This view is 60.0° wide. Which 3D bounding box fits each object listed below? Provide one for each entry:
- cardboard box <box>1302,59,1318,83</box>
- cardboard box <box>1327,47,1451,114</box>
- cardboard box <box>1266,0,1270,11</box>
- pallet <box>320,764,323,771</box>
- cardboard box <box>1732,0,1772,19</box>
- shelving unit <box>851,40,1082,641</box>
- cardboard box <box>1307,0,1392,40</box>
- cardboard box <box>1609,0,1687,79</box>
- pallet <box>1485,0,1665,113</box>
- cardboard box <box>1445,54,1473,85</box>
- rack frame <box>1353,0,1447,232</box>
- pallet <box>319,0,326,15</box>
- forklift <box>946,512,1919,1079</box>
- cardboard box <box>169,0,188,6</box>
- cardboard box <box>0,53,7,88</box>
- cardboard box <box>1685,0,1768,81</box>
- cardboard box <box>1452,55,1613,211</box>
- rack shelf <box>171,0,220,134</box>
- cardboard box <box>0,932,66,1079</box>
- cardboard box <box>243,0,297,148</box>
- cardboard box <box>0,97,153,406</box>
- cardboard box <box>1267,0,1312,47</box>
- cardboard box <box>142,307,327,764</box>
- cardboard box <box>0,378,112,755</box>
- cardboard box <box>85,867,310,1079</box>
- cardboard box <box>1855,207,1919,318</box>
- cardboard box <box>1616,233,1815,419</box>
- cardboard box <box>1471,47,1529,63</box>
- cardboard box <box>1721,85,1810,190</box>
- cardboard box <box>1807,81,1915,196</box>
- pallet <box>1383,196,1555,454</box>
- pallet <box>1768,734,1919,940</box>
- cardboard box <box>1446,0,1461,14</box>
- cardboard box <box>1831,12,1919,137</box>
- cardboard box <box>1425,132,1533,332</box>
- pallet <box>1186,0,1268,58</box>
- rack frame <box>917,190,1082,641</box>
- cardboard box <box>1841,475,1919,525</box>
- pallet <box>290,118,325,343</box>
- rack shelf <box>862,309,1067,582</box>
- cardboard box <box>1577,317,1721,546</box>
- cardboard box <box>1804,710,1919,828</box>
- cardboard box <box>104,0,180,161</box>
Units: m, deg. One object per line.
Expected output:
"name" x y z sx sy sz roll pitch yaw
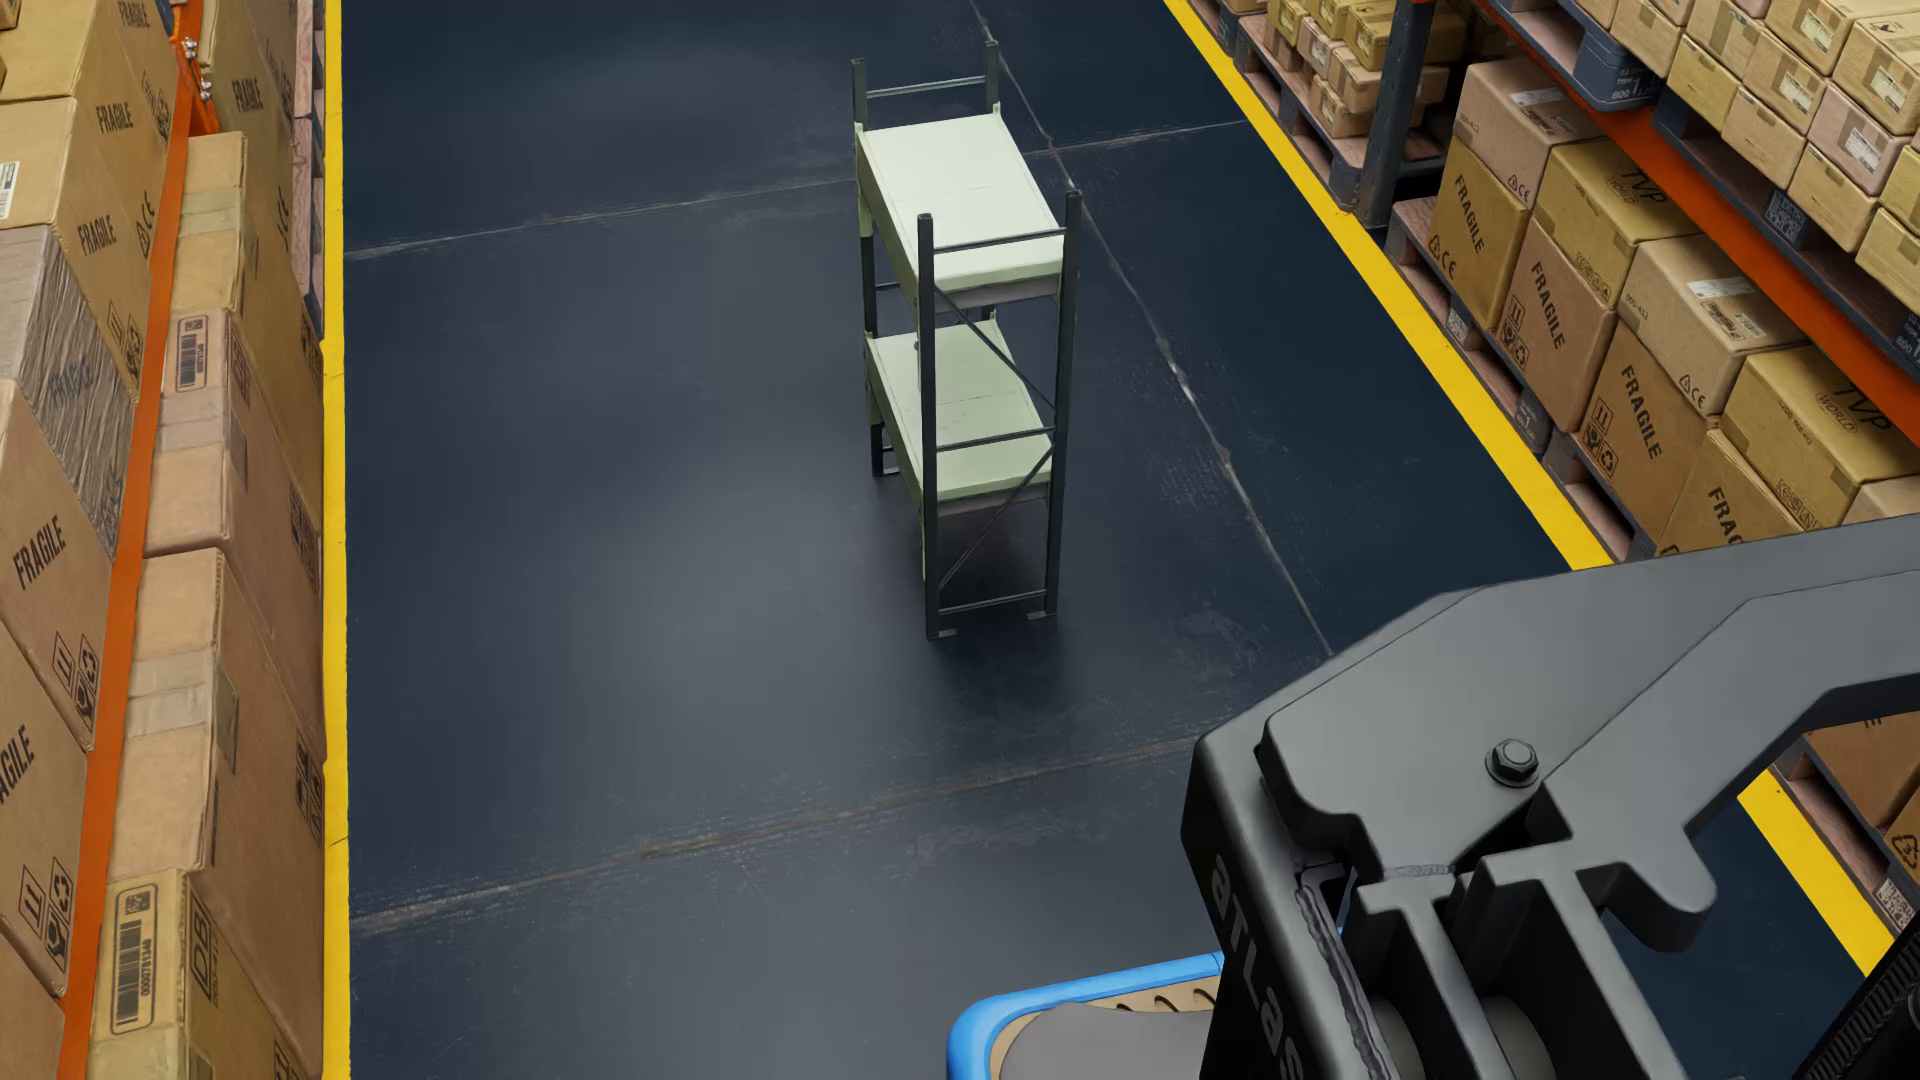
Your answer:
"cardboard box" 1.619 -1.926 6.739 0.380 0.149 0.250 -10 46 -9
"cardboard box" 1.647 -1.786 6.394 0.380 0.149 0.250 -10 46 -10
"cardboard box" 1.539 -2.301 7.107 0.380 0.149 0.250 -12 47 -11
"pallet" -2.200 0.802 4.316 1.003 0.211 1.213 -11 47 -10
"cardboard box" 2.023 -1.392 3.980 0.380 0.149 0.250 -9 46 -9
"shelving unit" 0.002 -0.520 4.710 0.431 1.500 0.755 -11 47 -10
"cardboard box" 1.588 -2.098 6.492 0.380 0.149 0.250 -10 46 -10
"cardboard box" 1.956 -1.364 4.368 0.380 0.149 0.250 -13 47 -12
"pallet" 2.090 -1.752 5.001 1.003 0.211 1.213 -11 47 -10
"cardboard box" 2.184 -2.017 6.828 0.380 0.149 0.250 -9 46 -9
"rack frame" 2.035 -2.374 5.476 1.000 3.000 0.127 -11 47 -10
"pallet" -3.530 -2.784 7.831 1.003 0.211 1.213 -11 47 -10
"forklift" 0.776 1.507 1.721 1.130 2.935 3.031 -9 46 -9
"cardboard box" -2.540 -1.714 5.005 0.380 0.149 0.250 -11 47 -10
"cardboard box" -2.450 -1.007 3.365 0.797 0.503 0.637 -10 46 -10
"cardboard box" 2.031 -1.276 4.074 0.380 0.149 0.250 -11 47 -11
"cardboard box" 1.968 -1.350 5.404 0.500 0.250 0.500 -13 47 -12
"rack shelf" -3.298 -2.666 6.266 1.077 0.370 4.000 -11 47 -10
"cardboard box" -1.623 0.805 2.291 0.500 0.500 0.500 -9 46 -9
"cardboard box" -3.108 -2.032 6.334 0.875 0.875 0.875 -11 47 -10
"cardboard box" -2.142 -0.596 3.664 0.500 0.500 0.500 -11 47 -11
"cardboard box" 1.480 -2.153 6.753 0.380 0.149 0.250 -12 47 -12
"cardboard box" -2.373 0.115 4.231 1.225 0.875 0.875 -12 47 -12
"cardboard box" -1.892 0.096 2.986 0.500 0.500 0.500 -11 47 -11
"cardboard box" -1.919 1.341 3.029 1.225 0.875 0.875 -13 47 -12
"cardboard box" 2.229 -0.635 3.654 0.380 0.149 0.250 -13 47 -12
"cardboard box" 2.233 -0.630 4.698 0.500 0.250 0.500 -9 46 -9
"cardboard box" 2.251 -1.936 6.541 0.380 0.149 0.250 -9 46 -8
"cardboard box" 2.092 -1.002 4.013 0.380 0.149 0.250 -13 47 -12
"cardboard box" 2.160 -0.923 3.728 0.380 0.149 0.250 -10 46 -9
"pallet" 2.235 -0.860 5.945 1.003 0.211 1.213 -11 47 -10
"pallet" 2.860 0.824 4.294 1.003 0.211 1.213 -11 47 -10
"cardboard box" 2.133 -2.208 6.599 0.380 0.149 0.250 -9 46 -8
"cardboard box" 2.161 -1.027 3.622 0.380 0.149 0.250 -9 46 -8
"cardboard box" 1.967 -1.087 5.671 0.500 0.500 0.500 -9 46 -9
"pallet" 1.513 -2.699 7.747 1.003 0.211 1.213 -11 47 -10
"rack frame" 0.095 -0.268 4.462 0.400 1.500 0.023 -11 47 -10
"cardboard box" 2.490 0.083 4.000 0.500 0.250 0.500 -10 46 -10
"pallet" -2.905 -1.100 6.180 1.003 0.211 1.213 -11 47 -10
"rack shelf" 0.002 -0.292 4.943 0.431 0.370 0.720 -11 47 -10
"cardboard box" 2.252 -0.363 4.962 0.500 0.500 0.500 -10 46 -10
"cardboard box" 2.508 0.350 4.263 0.500 0.500 0.500 -9 46 -9
"cardboard box" -2.402 -1.299 4.352 0.500 0.500 0.500 -11 47 -10
